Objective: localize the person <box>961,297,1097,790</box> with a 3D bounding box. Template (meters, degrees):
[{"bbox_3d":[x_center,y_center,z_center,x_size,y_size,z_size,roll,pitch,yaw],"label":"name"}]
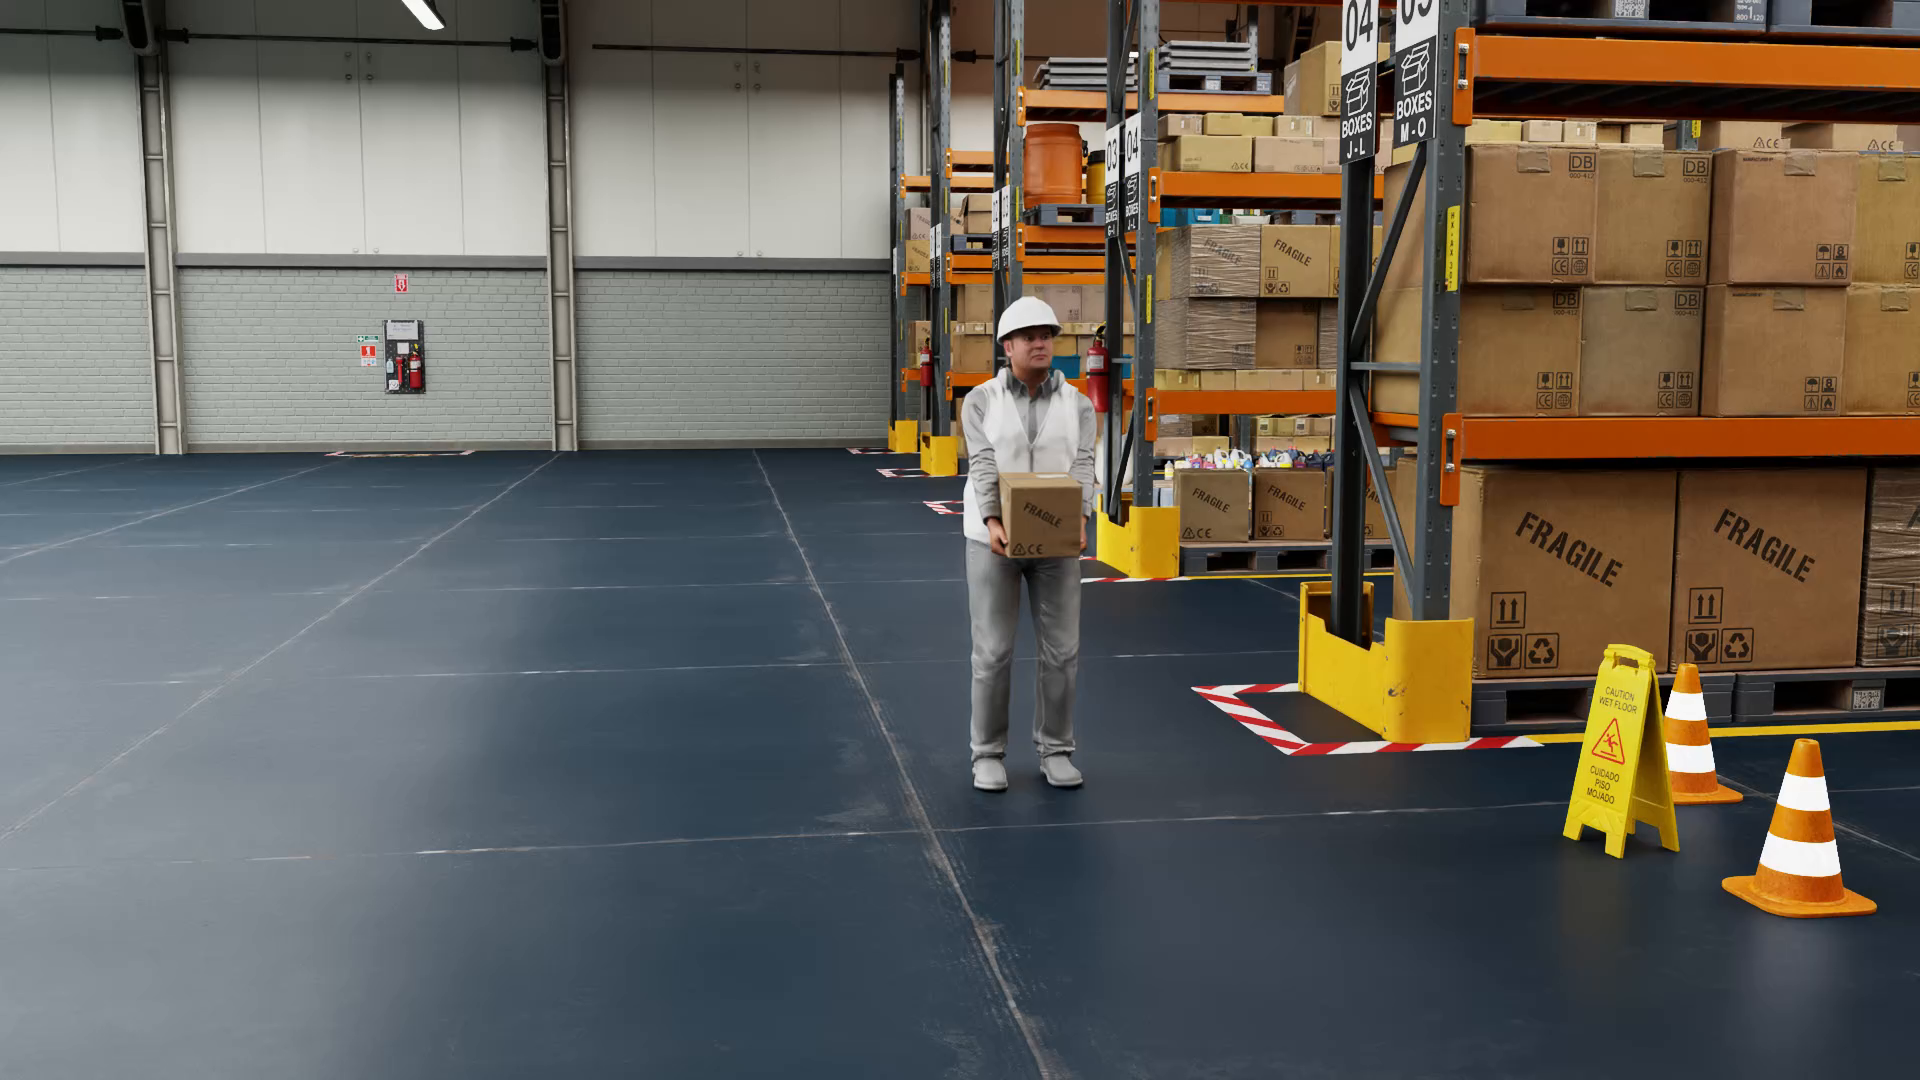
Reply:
[{"bbox_3d":[0.263,0.018,5.962,0.492,1.770,0.555,-1,7,-8],"label":"person"}]
